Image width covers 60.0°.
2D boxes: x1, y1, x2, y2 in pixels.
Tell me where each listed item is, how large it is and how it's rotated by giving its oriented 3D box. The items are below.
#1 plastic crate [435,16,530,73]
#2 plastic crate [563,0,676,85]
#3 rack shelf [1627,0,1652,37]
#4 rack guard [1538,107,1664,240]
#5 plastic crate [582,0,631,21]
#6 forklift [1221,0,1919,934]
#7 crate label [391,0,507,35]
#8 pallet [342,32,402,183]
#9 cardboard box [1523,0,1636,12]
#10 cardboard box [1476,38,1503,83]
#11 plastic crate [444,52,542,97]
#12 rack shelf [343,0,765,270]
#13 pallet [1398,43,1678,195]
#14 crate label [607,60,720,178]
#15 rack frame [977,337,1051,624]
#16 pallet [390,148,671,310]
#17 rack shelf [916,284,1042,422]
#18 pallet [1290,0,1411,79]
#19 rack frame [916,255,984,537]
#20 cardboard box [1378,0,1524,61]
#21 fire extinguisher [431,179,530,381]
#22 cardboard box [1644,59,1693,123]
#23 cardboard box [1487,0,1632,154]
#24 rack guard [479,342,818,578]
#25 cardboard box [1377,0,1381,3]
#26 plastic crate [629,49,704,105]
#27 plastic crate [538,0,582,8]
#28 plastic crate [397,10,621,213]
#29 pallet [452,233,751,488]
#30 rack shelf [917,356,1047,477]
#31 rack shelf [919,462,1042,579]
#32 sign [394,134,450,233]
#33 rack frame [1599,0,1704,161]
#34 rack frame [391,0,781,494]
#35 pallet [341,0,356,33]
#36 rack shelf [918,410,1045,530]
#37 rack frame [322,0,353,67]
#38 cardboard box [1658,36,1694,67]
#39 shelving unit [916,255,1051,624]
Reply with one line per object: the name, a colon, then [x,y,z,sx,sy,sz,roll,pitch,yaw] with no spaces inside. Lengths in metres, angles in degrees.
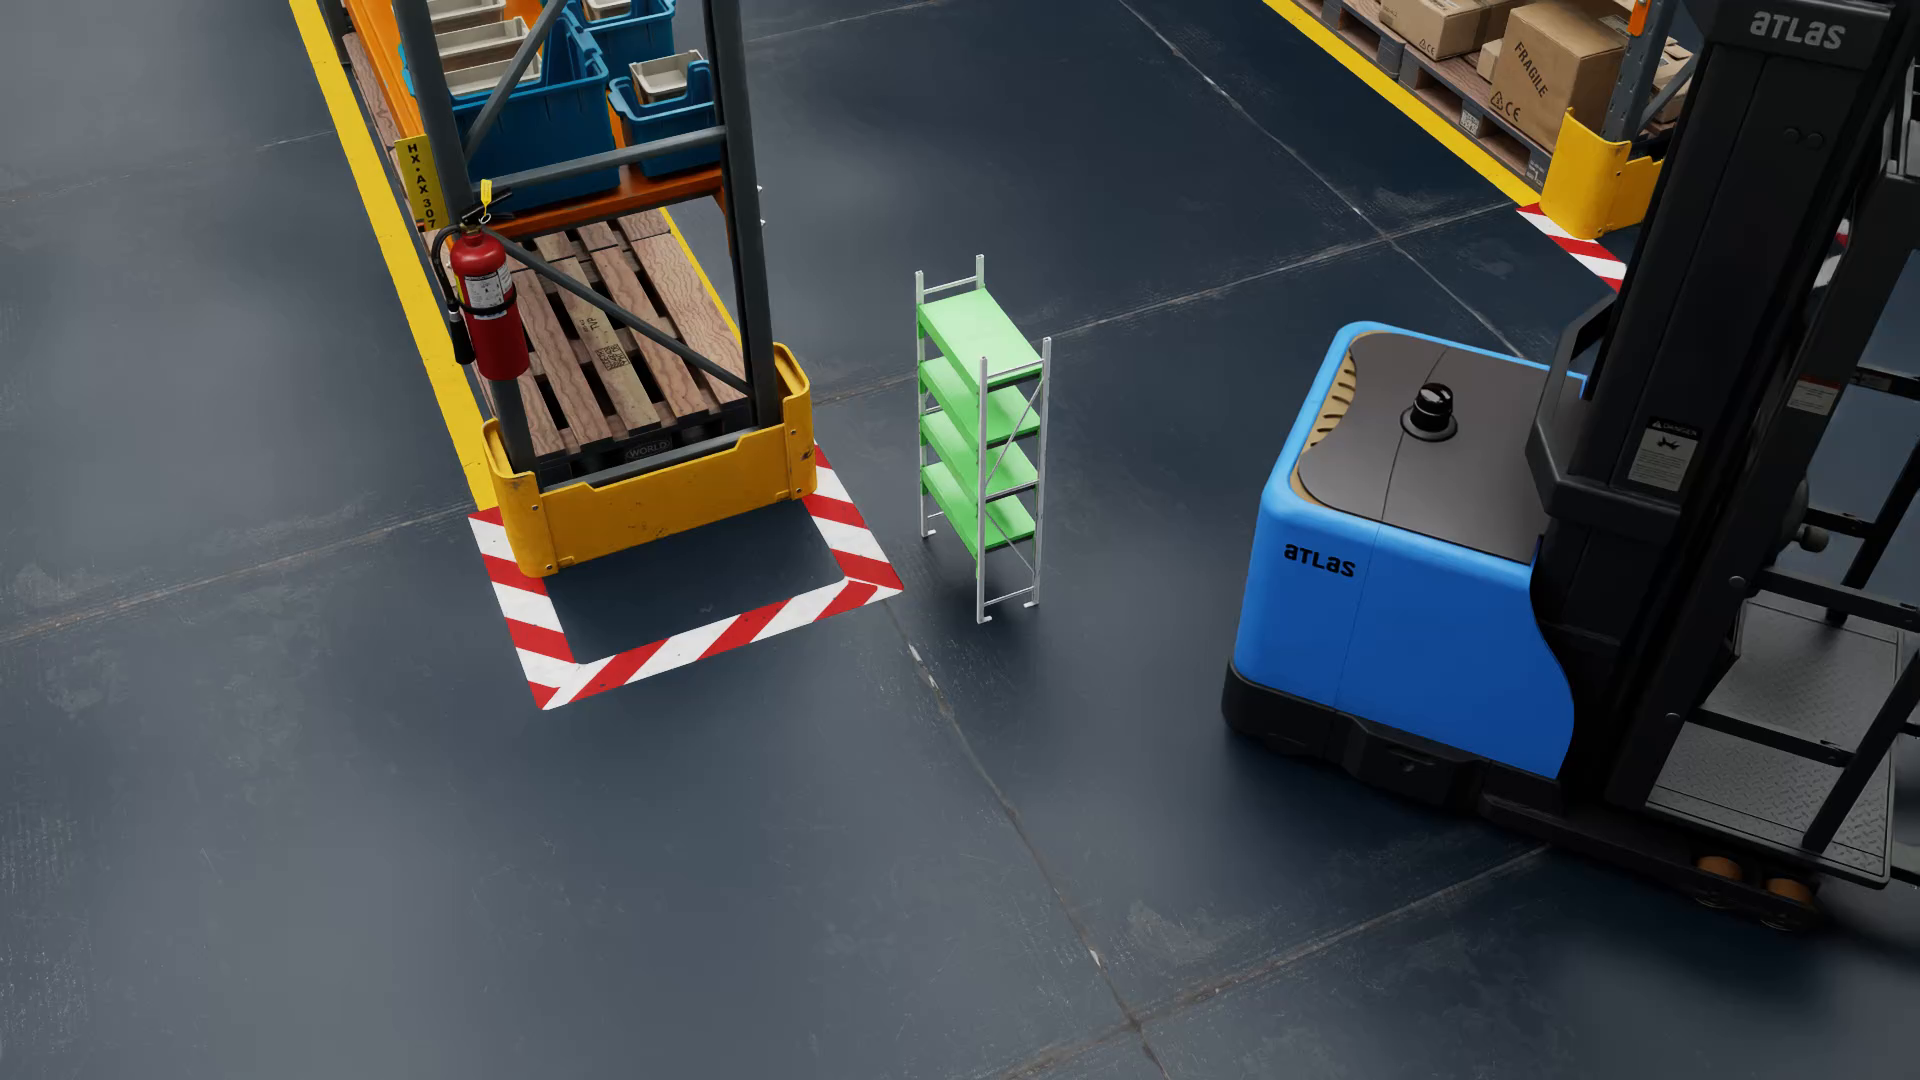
plastic crate: [-1.772,-1.788,6.072,0.396,0.136,0.243,-18,47,-17]
plastic crate: [-1.238,-1.841,6.057,0.416,0.233,0.300,-18,47,-17]
rack shelf: [2.498,-3.684,8.360,1.077,0.370,4.000,-18,47,-17]
rack guard: [3.307,-1.825,7.743,1.175,0.500,0.348,-18,47,-17]
plastic crate: [-1.307,-2.049,6.336,0.250,0.136,0.298,-18,47,-17]
forklift: [2.437,-0.288,4.455,3.031,2.935,1.130,17,47,17]
crate label: [-1.912,-1.958,6.244,0.396,0.136,0.243,-18,47,-17]
pallet: [-2.494,-2.305,8.435,1.003,0.211,1.213,-18,47,-17]
cardboard box: [3.158,-2.593,8.386,0.500,0.250,0.500,-18,47,-17]
cardboard box: [2.799,-2.372,8.223,0.380,0.166,0.250,-18,47,-17]
plastic crate: [-1.664,-1.599,5.880,0.396,0.136,0.243,-18,47,-17]
rack shelf: [-1.997,-2.224,6.880,1.077,0.370,4.000,-18,47,-17]
pallet: [2.971,-2.229,8.359,1.003,0.211,1.213,-18,47,-17]
crate label: [-0.962,-1.422,5.632,0.416,0.233,0.303,-18,47,-17]
rack frame: [0.172,-0.166,5.564,0.240,1.200,0.015,-18,47,-17]
pallet: [-1.977,-1.526,7.646,1.003,0.211,1.213,-18,47,-17]
rack shelf: [0.070,-0.618,5.429,0.258,0.148,0.480,-18,47,-17]
pallet: [2.462,-3.006,9.146,1.003,0.211,1.213,-18,47,-17]
rack frame: [-0.033,-0.477,5.879,0.240,1.200,0.015,-18,47,-17]
cardboard box: [2.515,-2.732,8.527,0.500,0.250,0.500,-18,47,-17]
fire extinguisher: [-1.505,-0.815,5.261,0.296,0.674,0.183,-18,47,-17]
cardboard box: [3.475,-2.176,8.036,0.380,0.149,0.250,-18,47,-17]
cardboard box: [2.887,-2.206,7.817,0.500,0.500,0.500,-18,47,-17]
rack guard: [-1.135,-0.304,6.202,1.175,0.500,0.348,-18,47,-17]
cardboard box: [2.452,-3.287,8.910,0.797,0.503,0.637,-18,47,-17]
plastic crate: [-1.021,-1.616,5.897,0.250,0.136,0.298,-18,47,-17]
plastic crate: [-1.515,-2.261,6.482,0.416,0.233,0.300,-18,47,-17]
plastic crate: [-1.467,-1.398,5.463,0.616,0.435,0.499,-18,47,-17]
pallet: [-1.468,-0.750,6.860,1.003,0.211,1.213,-18,47,-17]
rack shelf: [0.070,-0.447,5.598,0.258,0.148,0.480,-18,47,-17]
rack shelf: [0.070,-0.105,5.935,0.258,0.148,0.480,-18,47,-17]
sign: [-1.649,-1.091,5.104,0.100,0.325,0.005,-18,47,-17]
rack frame: [3.339,-2.666,6.816,1.000,3.000,0.127,-18,47,-17]
rack frame: [-1.157,-1.205,5.336,1.000,3.000,0.127,-18,47,-17]
pallet: [-3.125,-3.266,9.410,1.003,0.211,1.213,-18,47,-17]
rack shelf: [0.070,-0.276,5.767,0.258,0.148,0.480,-18,47,-17]
rack frame: [-2.838,-3.754,7.919,1.000,3.000,0.127,-18,47,-17]
cardboard box: [3.370,-2.342,8.191,0.380,0.166,0.250,-18,47,-17]
shelving unit: [0.070,-0.322,5.722,0.258,1.200,0.503,-18,47,-17]
